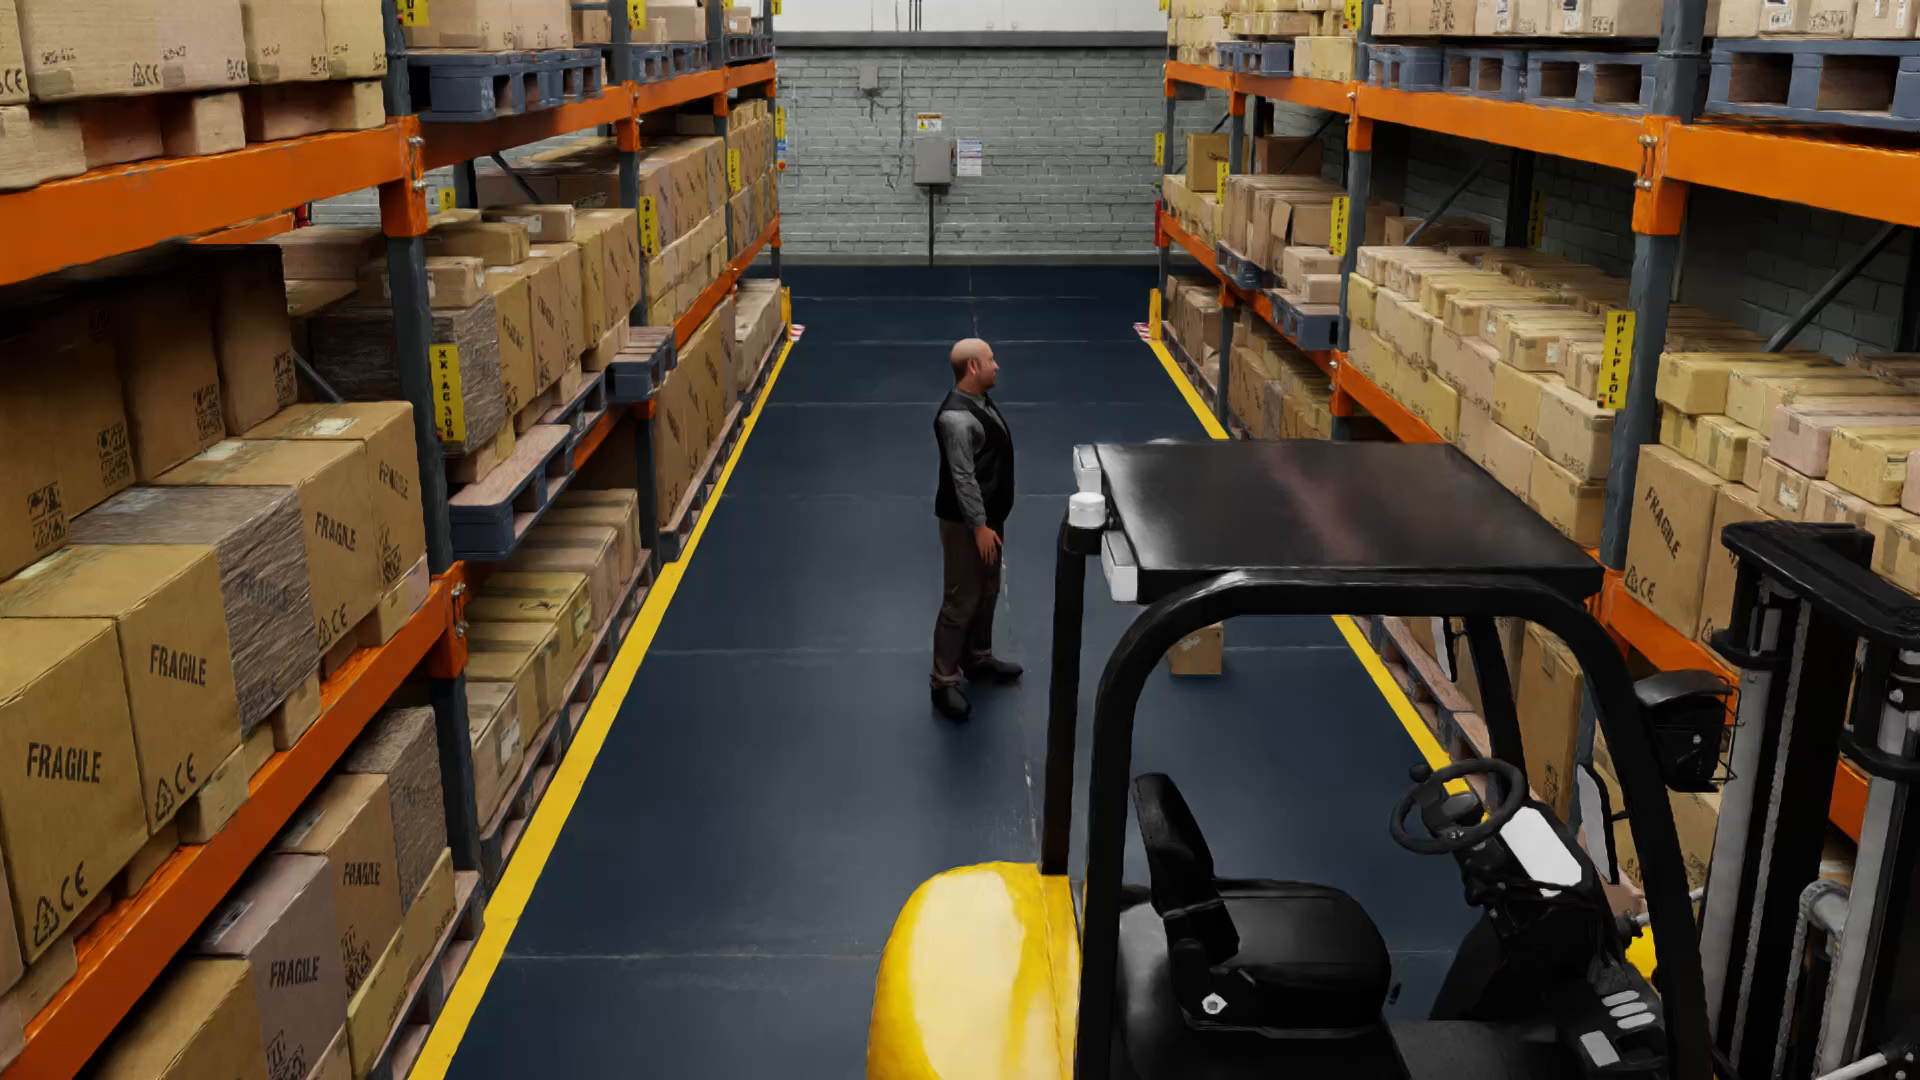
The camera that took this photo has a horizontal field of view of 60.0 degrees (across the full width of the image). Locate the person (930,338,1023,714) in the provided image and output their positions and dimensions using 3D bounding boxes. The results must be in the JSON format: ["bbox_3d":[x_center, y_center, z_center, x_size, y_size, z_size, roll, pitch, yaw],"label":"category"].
[{"bbox_3d":[0.069,-0.090,7.800,0.375,1.727,0.659,4,17,13],"label":"person"}]
